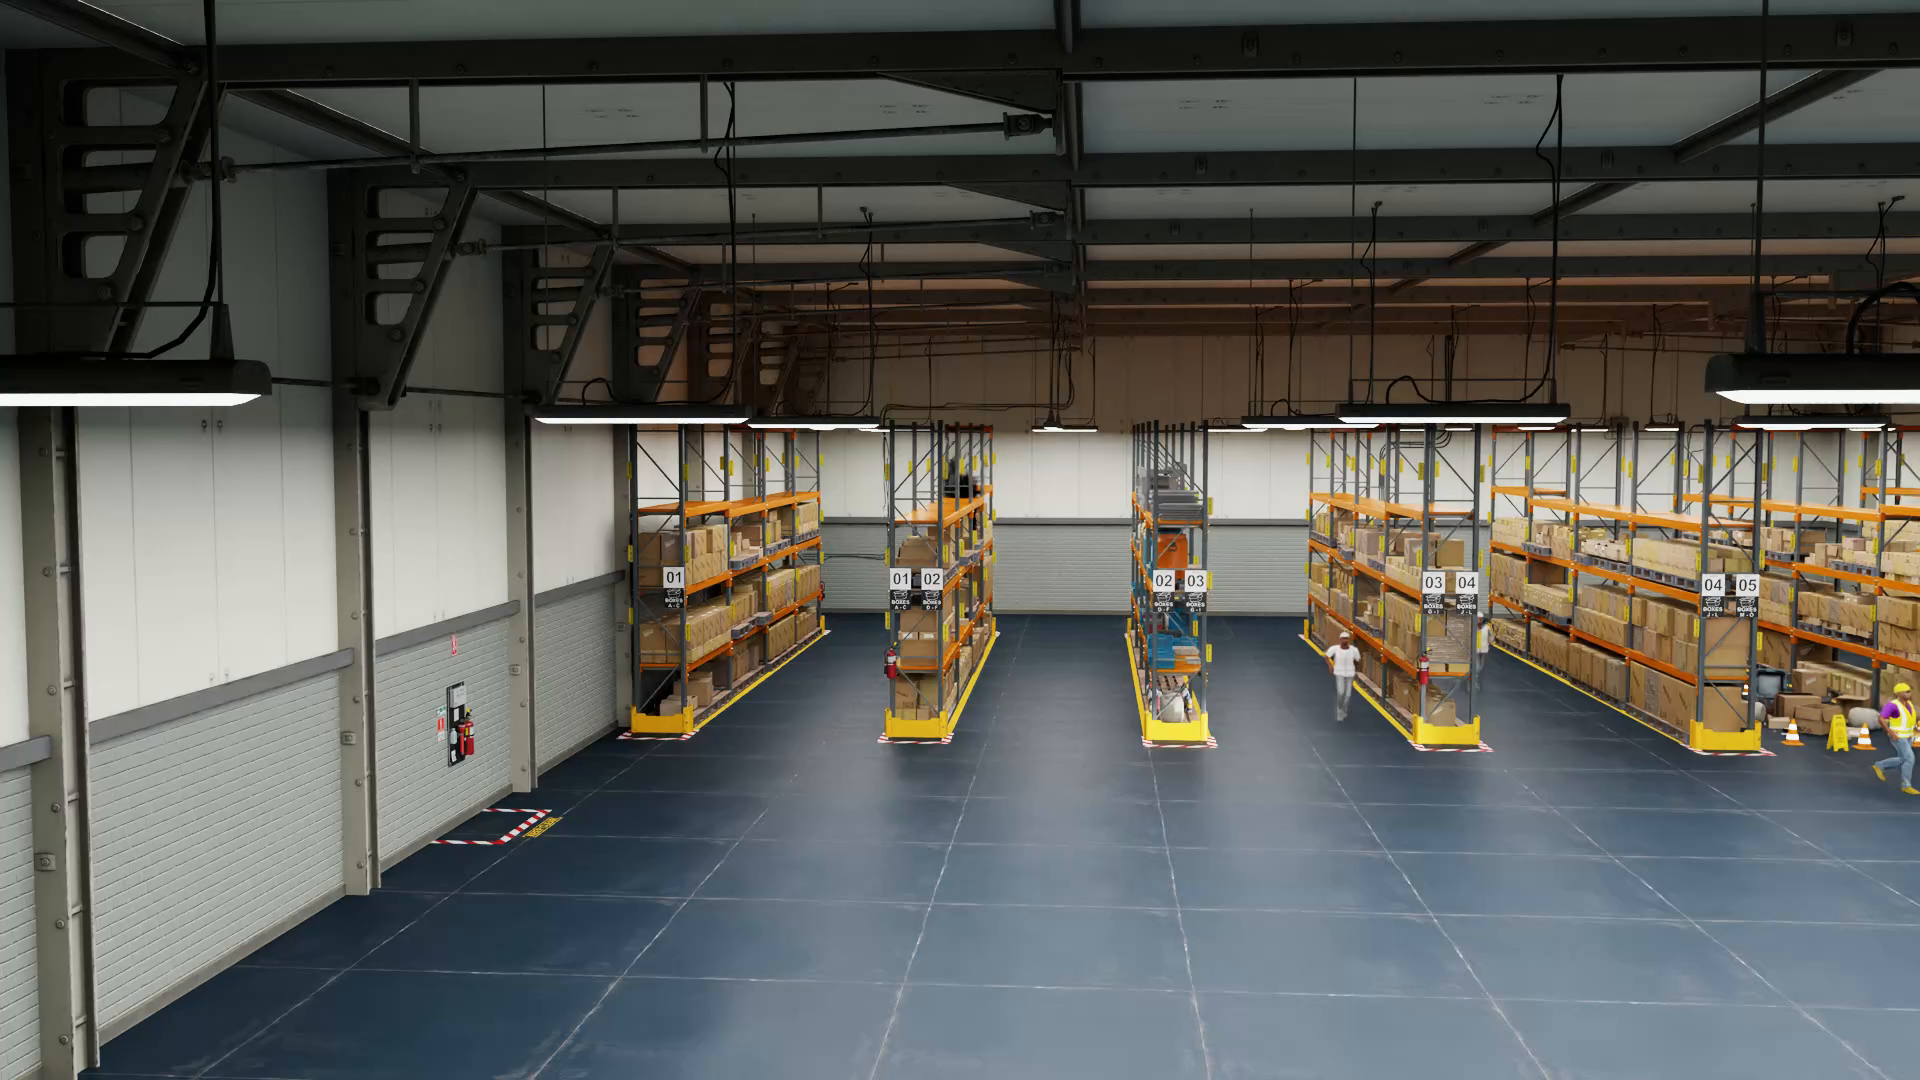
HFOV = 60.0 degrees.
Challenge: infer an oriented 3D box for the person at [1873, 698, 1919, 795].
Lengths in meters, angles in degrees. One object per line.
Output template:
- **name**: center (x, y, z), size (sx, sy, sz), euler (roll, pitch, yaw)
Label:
- **person**: center (15.088, 3.290, 26.775), size (0.686, 1.502, 0.820), euler (-2, 4, -33)

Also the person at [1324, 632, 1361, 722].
- **person**: center (14.445, 3.141, 26.960), size (14.078, 1.809, 13.482), euler (0, 4, 0)

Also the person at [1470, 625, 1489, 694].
- **person**: center (11.516, 2.634, 37.010), size (0.447, 1.554, 0.726), euler (0, 4, 0)
